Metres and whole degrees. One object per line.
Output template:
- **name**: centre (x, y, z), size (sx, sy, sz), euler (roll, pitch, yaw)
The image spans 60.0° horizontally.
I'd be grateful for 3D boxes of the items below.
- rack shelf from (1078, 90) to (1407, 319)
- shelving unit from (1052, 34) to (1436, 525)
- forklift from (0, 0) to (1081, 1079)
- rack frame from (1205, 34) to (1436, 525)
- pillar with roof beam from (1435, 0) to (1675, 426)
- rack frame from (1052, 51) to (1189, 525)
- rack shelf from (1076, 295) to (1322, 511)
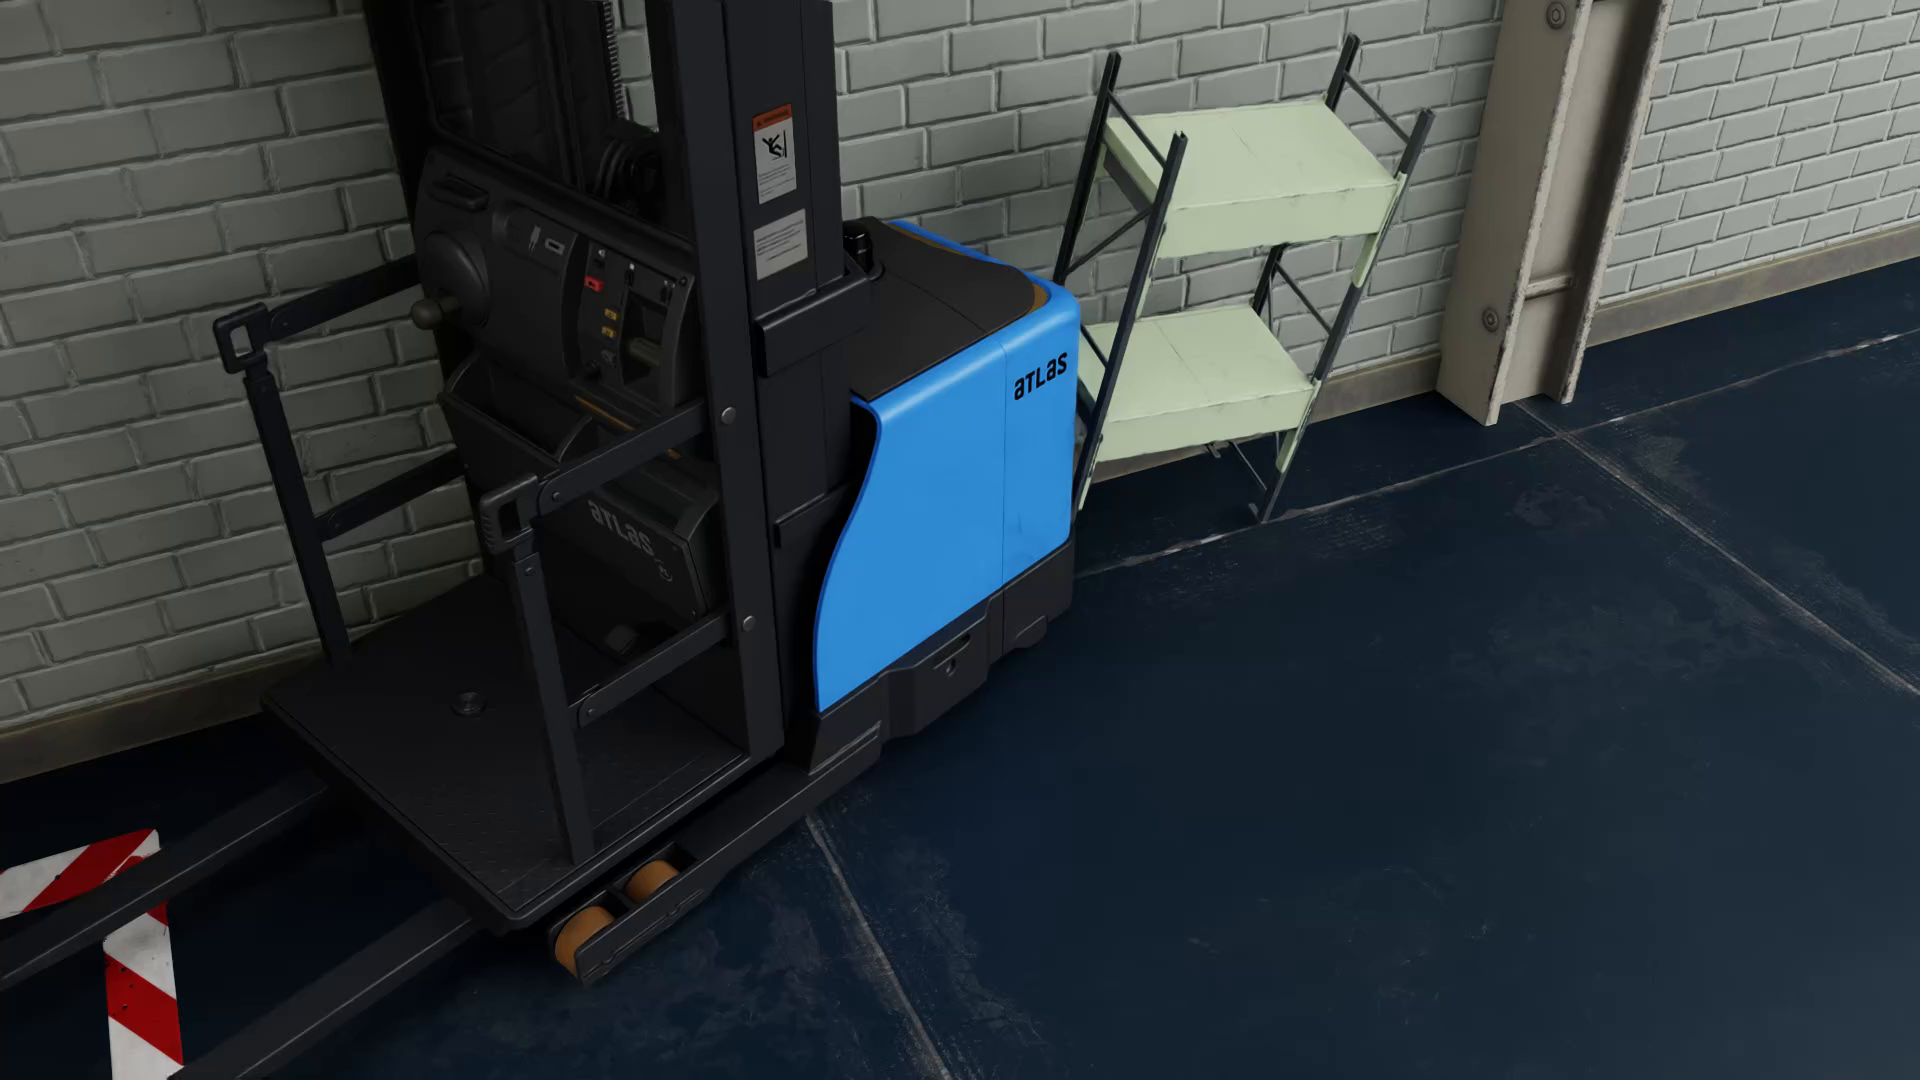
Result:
- **rack shelf**: centre (0.738, -0.912, 4.477), size (0.720, 0.370, 0.431), euler (-11, 50, -22)
- **shelving unit**: centre (0.676, -0.644, 4.754), size (0.755, 1.500, 0.431), euler (-11, 50, -22)
- **forklift**: centre (-1.032, -0.500, 3.464), size (1.130, 2.935, 3.031), euler (28, 45, 33)
- **rack frame**: centre (1.010, -0.707, 4.890), size (0.023, 1.500, 0.400), euler (-11, 50, -22)
- **pillar with roof beam**: centre (3.769, -1.821, 0.152), size (0.400, 9.000, 9.100), euler (-16, 39, -20)
- **rack frame**: centre (0.342, -0.581, 4.618), size (0.023, 1.500, 0.400), euler (-11, 50, -22)
- **rack shelf**: centre (0.625, -0.420, 4.985), size (0.720, 0.370, 0.431), euler (-11, 50, -22)
